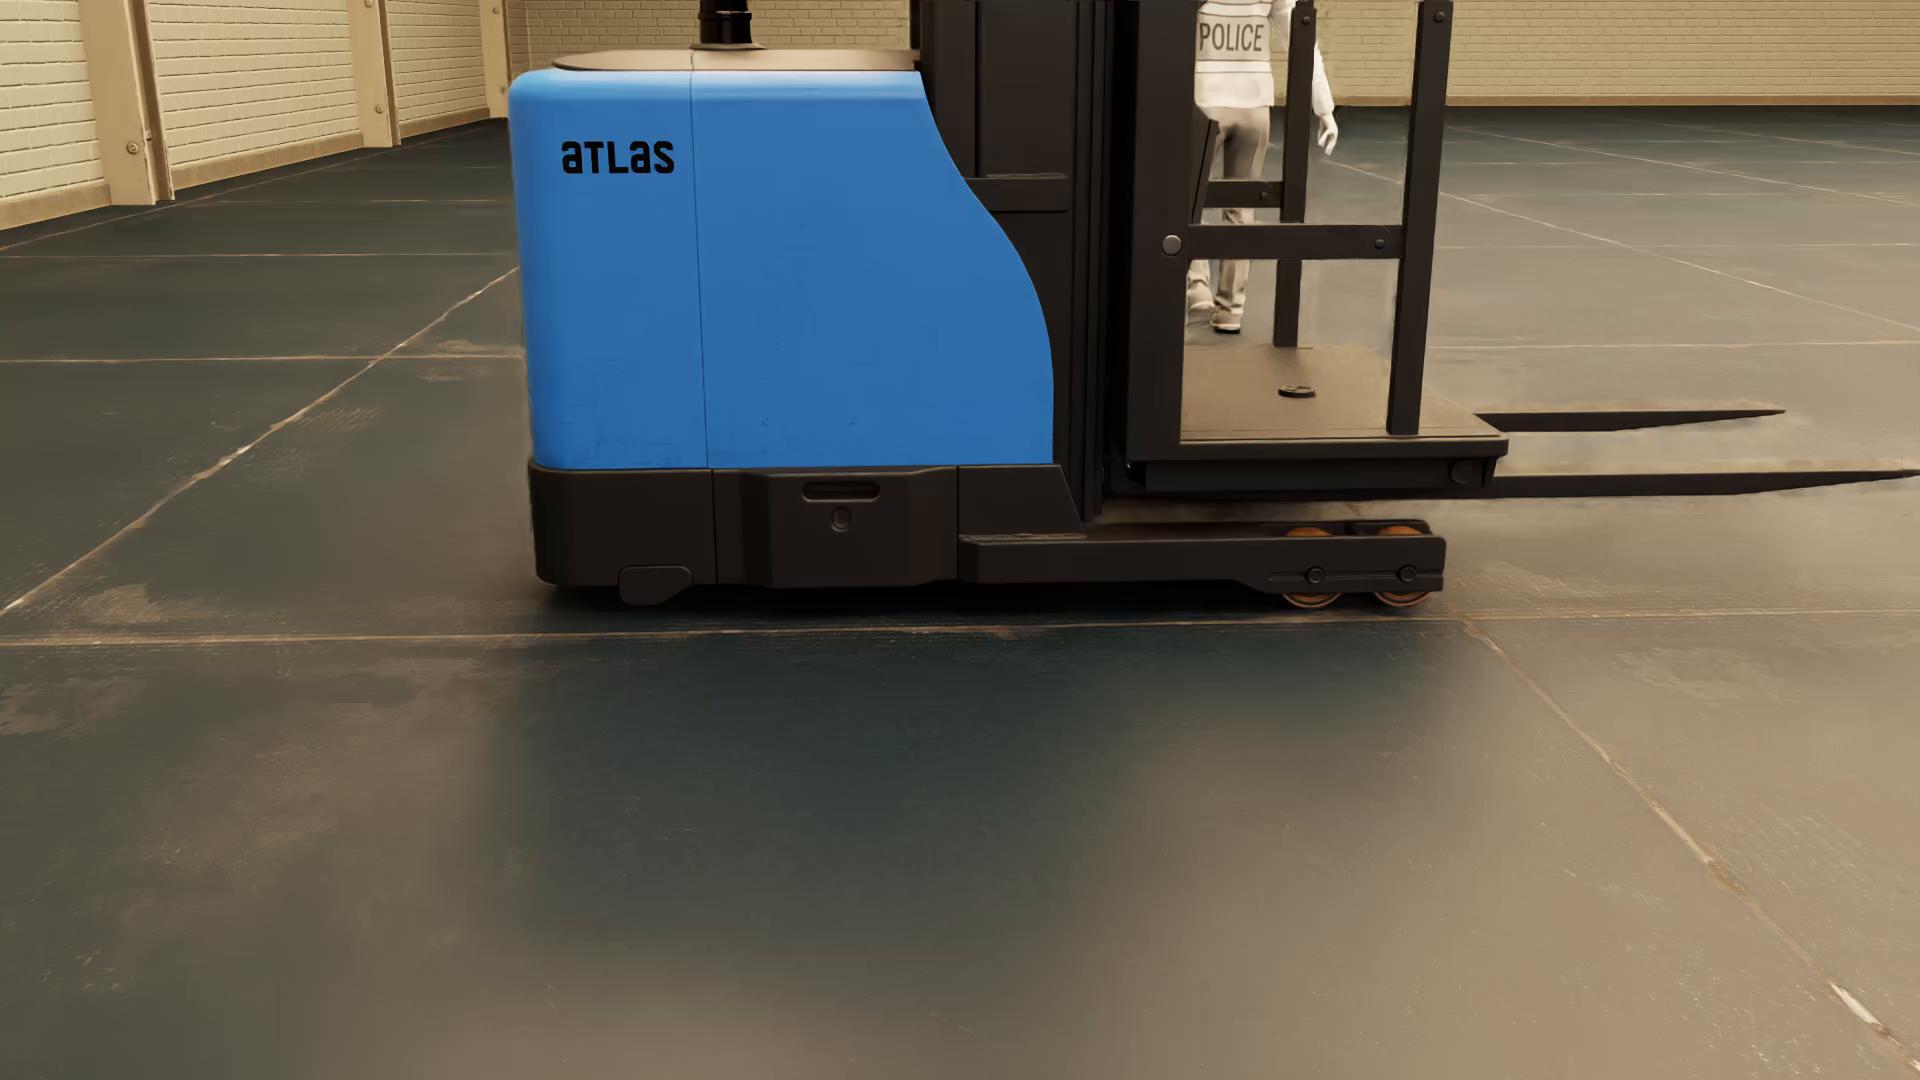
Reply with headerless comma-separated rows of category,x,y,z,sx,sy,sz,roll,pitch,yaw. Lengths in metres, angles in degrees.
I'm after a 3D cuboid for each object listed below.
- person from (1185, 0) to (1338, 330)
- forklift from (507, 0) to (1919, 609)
person,1.013,-1.598,6.339,0.787,1.651,0.654,-1,17,-4
forklift,0.610,-1.414,3.529,3.031,2.935,1.130,-1,17,-3
